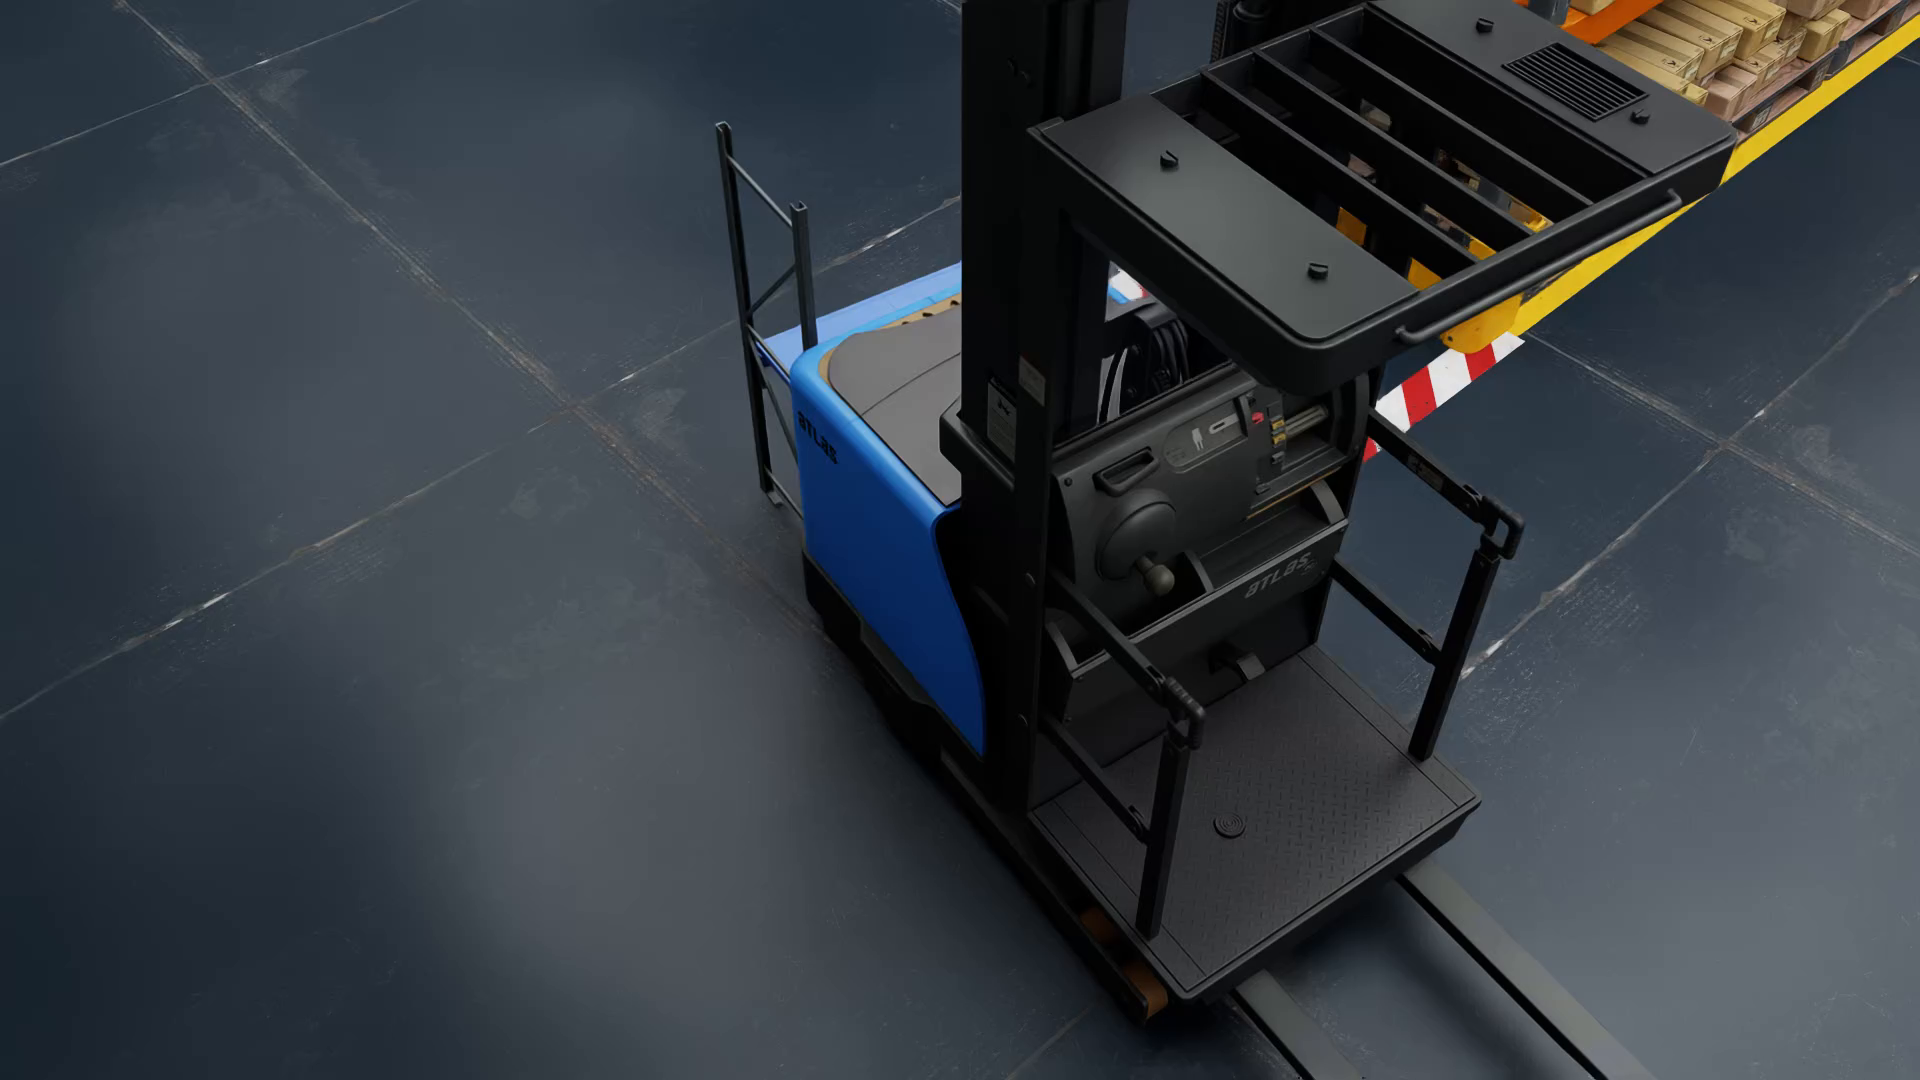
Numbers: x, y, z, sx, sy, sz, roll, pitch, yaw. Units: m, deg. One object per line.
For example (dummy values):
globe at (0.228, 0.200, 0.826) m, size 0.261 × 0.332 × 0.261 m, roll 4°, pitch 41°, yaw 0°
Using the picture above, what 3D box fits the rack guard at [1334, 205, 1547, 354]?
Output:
rack guard at (1.690, -1.270, 6.581) m, size 0.348 × 0.500 × 1.175 m, roll -34°, pitch 56°, yaw -27°

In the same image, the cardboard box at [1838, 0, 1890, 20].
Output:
cardboard box at (4.131, -2.605, 7.767) m, size 0.250 × 0.149 × 0.380 m, roll -36°, pitch 57°, yaw -28°

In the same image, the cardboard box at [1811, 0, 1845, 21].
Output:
cardboard box at (3.769, -2.516, 7.482) m, size 0.250 × 0.149 × 0.380 m, roll -32°, pitch 55°, yaw -26°

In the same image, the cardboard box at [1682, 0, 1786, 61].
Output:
cardboard box at (3.210, -2.193, 6.982) m, size 0.250 × 0.149 × 0.380 m, roll -33°, pitch 55°, yaw -27°

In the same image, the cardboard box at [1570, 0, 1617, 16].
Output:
cardboard box at (2.094, -1.977, 5.704) m, size 0.250 × 0.149 × 0.380 m, roll -34°, pitch 56°, yaw -27°

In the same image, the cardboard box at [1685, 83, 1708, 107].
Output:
cardboard box at (2.819, -1.818, 6.838) m, size 0.250 × 0.149 × 0.380 m, roll -32°, pitch 55°, yaw -26°

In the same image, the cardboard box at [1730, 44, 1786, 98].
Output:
cardboard box at (3.372, -2.113, 7.312) m, size 0.250 × 0.149 × 0.380 m, roll -34°, pitch 56°, yaw -27°

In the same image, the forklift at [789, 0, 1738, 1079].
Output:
forklift at (0.741, -0.101, 3.849) m, size 1.130 × 2.935 × 3.031 m, roll -27°, pitch 53°, yaw -23°

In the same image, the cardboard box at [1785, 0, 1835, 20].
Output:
cardboard box at (3.589, -2.433, 7.203) m, size 0.250 × 0.149 × 0.380 m, roll -36°, pitch 57°, yaw -28°

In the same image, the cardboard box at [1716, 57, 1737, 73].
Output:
cardboard box at (3.124, -2.157, 7.151) m, size 0.250 × 0.149 × 0.380 m, roll -31°, pitch 54°, yaw -25°

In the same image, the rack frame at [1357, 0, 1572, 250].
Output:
rack frame at (1.633, -2.080, 5.628) m, size 0.127 × 3.000 × 1.000 m, roll -34°, pitch 56°, yaw -27°

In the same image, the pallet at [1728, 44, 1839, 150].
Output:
pallet at (3.217, -2.154, 7.594) m, size 1.213 × 0.211 × 1.003 m, roll -34°, pitch 56°, yaw -27°

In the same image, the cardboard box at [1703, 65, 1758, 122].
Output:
cardboard box at (3.184, -1.962, 7.173) m, size 0.380 × 0.149 × 0.250 m, roll 36°, pitch 57°, yaw 29°

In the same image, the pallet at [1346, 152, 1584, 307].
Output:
pallet at (2.315, -1.554, 7.041) m, size 1.213 × 0.211 × 1.003 m, roll -34°, pitch 56°, yaw -27°

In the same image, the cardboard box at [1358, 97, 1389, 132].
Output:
cardboard box at (1.832, -1.773, 6.796) m, size 0.250 × 0.149 × 0.380 m, roll -35°, pitch 56°, yaw -28°

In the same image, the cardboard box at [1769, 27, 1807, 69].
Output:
cardboard box at (3.528, -2.250, 7.439) m, size 0.250 × 0.149 × 0.380 m, roll -33°, pitch 55°, yaw -27°

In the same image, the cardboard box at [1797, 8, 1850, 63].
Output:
cardboard box at (3.766, -2.342, 7.524) m, size 0.250 × 0.149 × 0.380 m, roll -34°, pitch 56°, yaw -27°

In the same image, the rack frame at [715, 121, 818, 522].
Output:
rack frame at (-0.564, -0.548, 5.235) m, size 0.032 × 1.500 × 0.500 m, roll -25°, pitch 52°, yaw -21°

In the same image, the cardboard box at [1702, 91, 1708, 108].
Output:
cardboard box at (2.942, -1.886, 7.103) m, size 0.250 × 0.149 × 0.380 m, roll -34°, pitch 56°, yaw -27°

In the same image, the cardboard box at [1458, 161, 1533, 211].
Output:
cardboard box at (2.194, -1.476, 6.522) m, size 0.250 × 0.149 × 0.380 m, roll -32°, pitch 55°, yaw -26°

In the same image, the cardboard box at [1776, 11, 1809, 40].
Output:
cardboard box at (3.557, -2.394, 7.370) m, size 0.380 × 0.149 × 0.250 m, roll 36°, pitch 57°, yaw 29°

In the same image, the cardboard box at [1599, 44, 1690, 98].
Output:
cardboard box at (2.645, -1.788, 6.608) m, size 0.250 × 0.149 × 0.380 m, roll -34°, pitch 56°, yaw -27°

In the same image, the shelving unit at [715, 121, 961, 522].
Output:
shelving unit at (-0.135, -0.749, 5.420) m, size 1.048 × 1.500 × 0.538 m, roll -25°, pitch 52°, yaw -21°

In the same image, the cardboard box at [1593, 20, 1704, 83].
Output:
cardboard box at (2.773, -1.956, 6.763) m, size 0.380 × 0.149 × 0.250 m, roll 36°, pitch 57°, yaw 29°

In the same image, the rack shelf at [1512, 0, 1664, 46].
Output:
rack shelf at (3.113, -2.825, 6.805) m, size 4.000 × 0.370 × 1.077 m, roll -34°, pitch 56°, yaw -27°

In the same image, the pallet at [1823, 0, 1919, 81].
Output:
pallet at (4.120, -2.761, 8.154) m, size 1.213 × 0.211 × 1.003 m, roll -34°, pitch 56°, yaw -27°

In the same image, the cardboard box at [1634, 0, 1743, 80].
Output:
cardboard box at (2.985, -2.088, 6.885) m, size 0.250 × 0.149 × 0.380 m, roll -32°, pitch 55°, yaw -26°

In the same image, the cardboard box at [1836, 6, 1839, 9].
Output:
cardboard box at (3.855, -2.541, 7.708) m, size 0.250 × 0.149 × 0.380 m, roll -35°, pitch 56°, yaw -28°

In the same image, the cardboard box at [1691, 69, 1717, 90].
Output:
cardboard box at (2.951, -2.000, 7.006) m, size 0.380 × 0.149 × 0.250 m, roll 36°, pitch 57°, yaw 29°

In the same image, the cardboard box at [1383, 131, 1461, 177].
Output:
cardboard box at (1.883, -1.629, 6.866) m, size 0.250 × 0.149 × 0.380 m, roll -33°, pitch 55°, yaw -27°

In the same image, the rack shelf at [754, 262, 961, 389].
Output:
rack shelf at (-0.135, -0.627, 5.552) m, size 1.000 × 0.185 × 0.538 m, roll -25°, pitch 52°, yaw -21°

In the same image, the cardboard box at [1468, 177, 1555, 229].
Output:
cardboard box at (2.236, -1.341, 6.600) m, size 0.250 × 0.149 × 0.380 m, roll -33°, pitch 55°, yaw -26°

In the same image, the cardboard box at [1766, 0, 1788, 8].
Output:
cardboard box at (3.332, -2.369, 7.144) m, size 0.250 × 0.149 × 0.380 m, roll -34°, pitch 56°, yaw -27°
